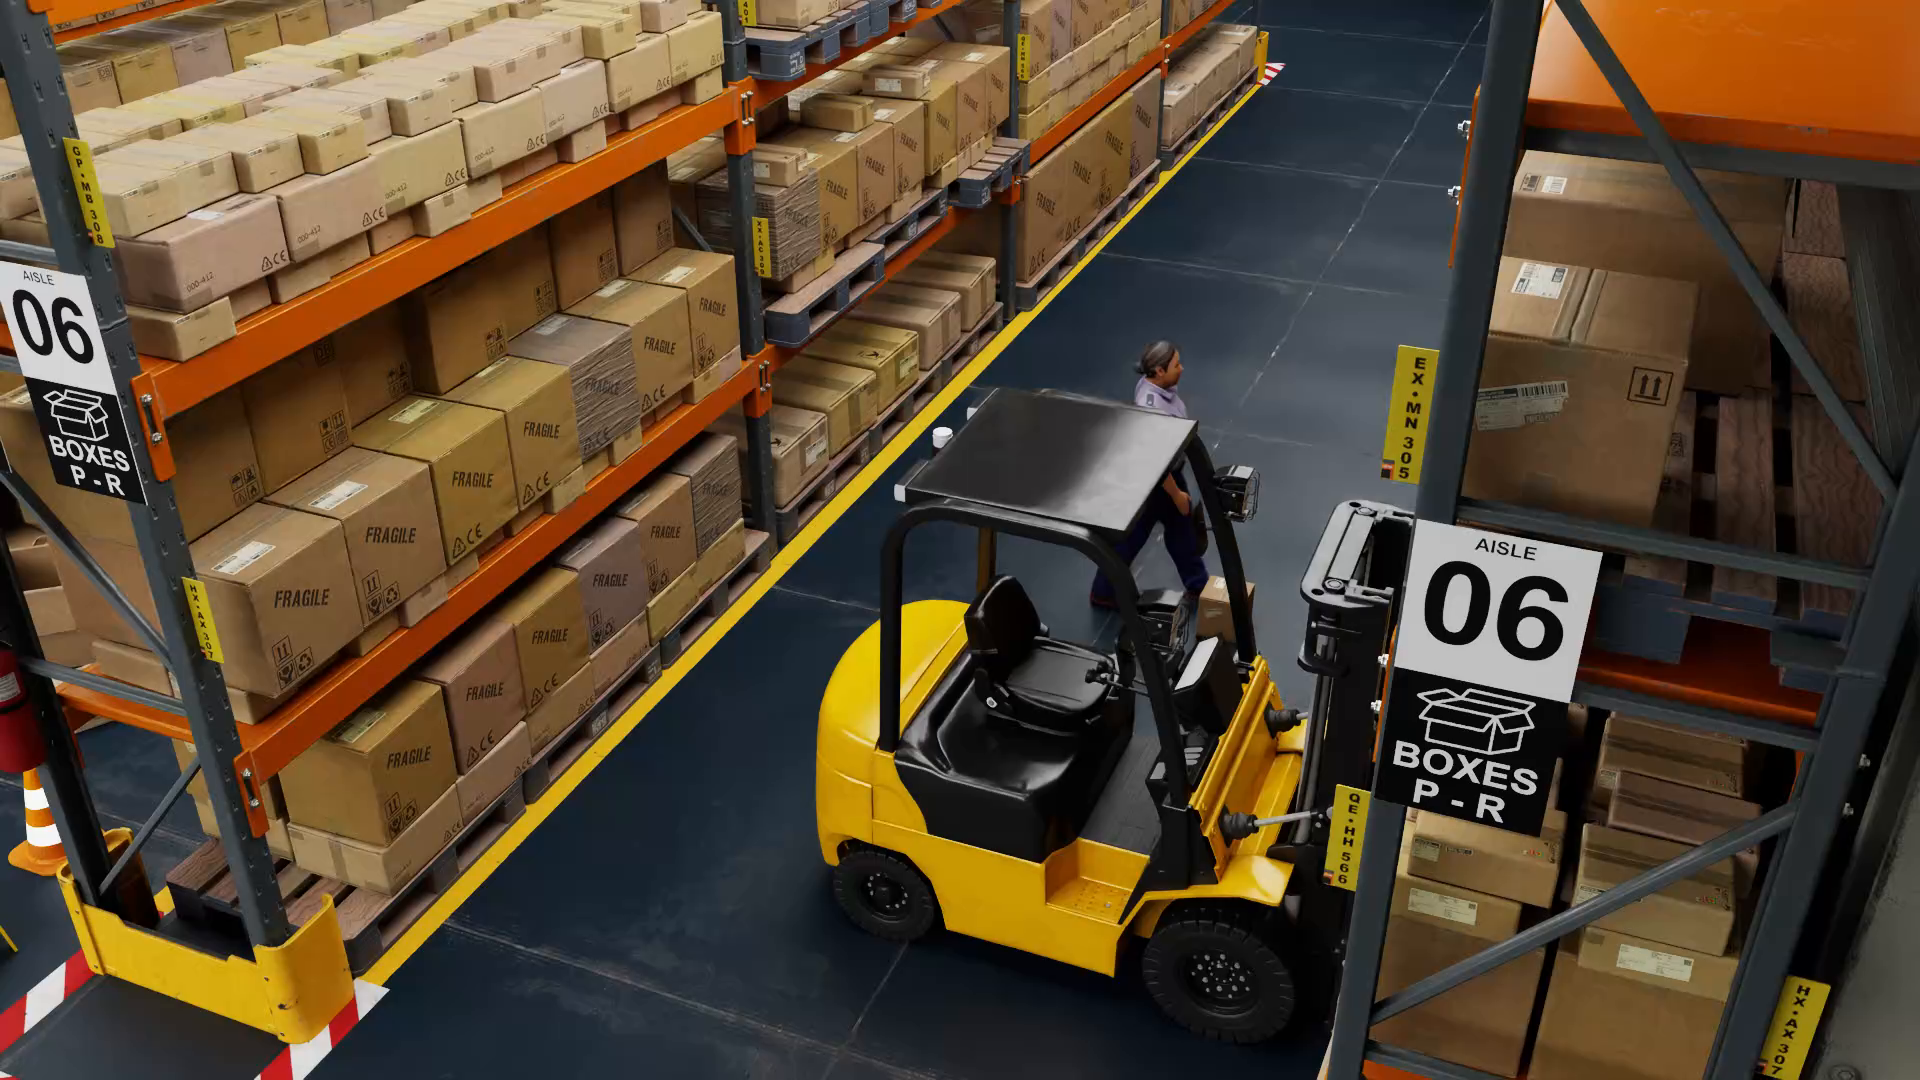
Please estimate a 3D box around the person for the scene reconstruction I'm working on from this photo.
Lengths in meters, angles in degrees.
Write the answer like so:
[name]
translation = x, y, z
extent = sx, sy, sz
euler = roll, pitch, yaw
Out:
[person]
translation = 1.127, -0.301, 8.919
extent = 0.815, 1.608, 0.504
euler = 8, 31, 14
